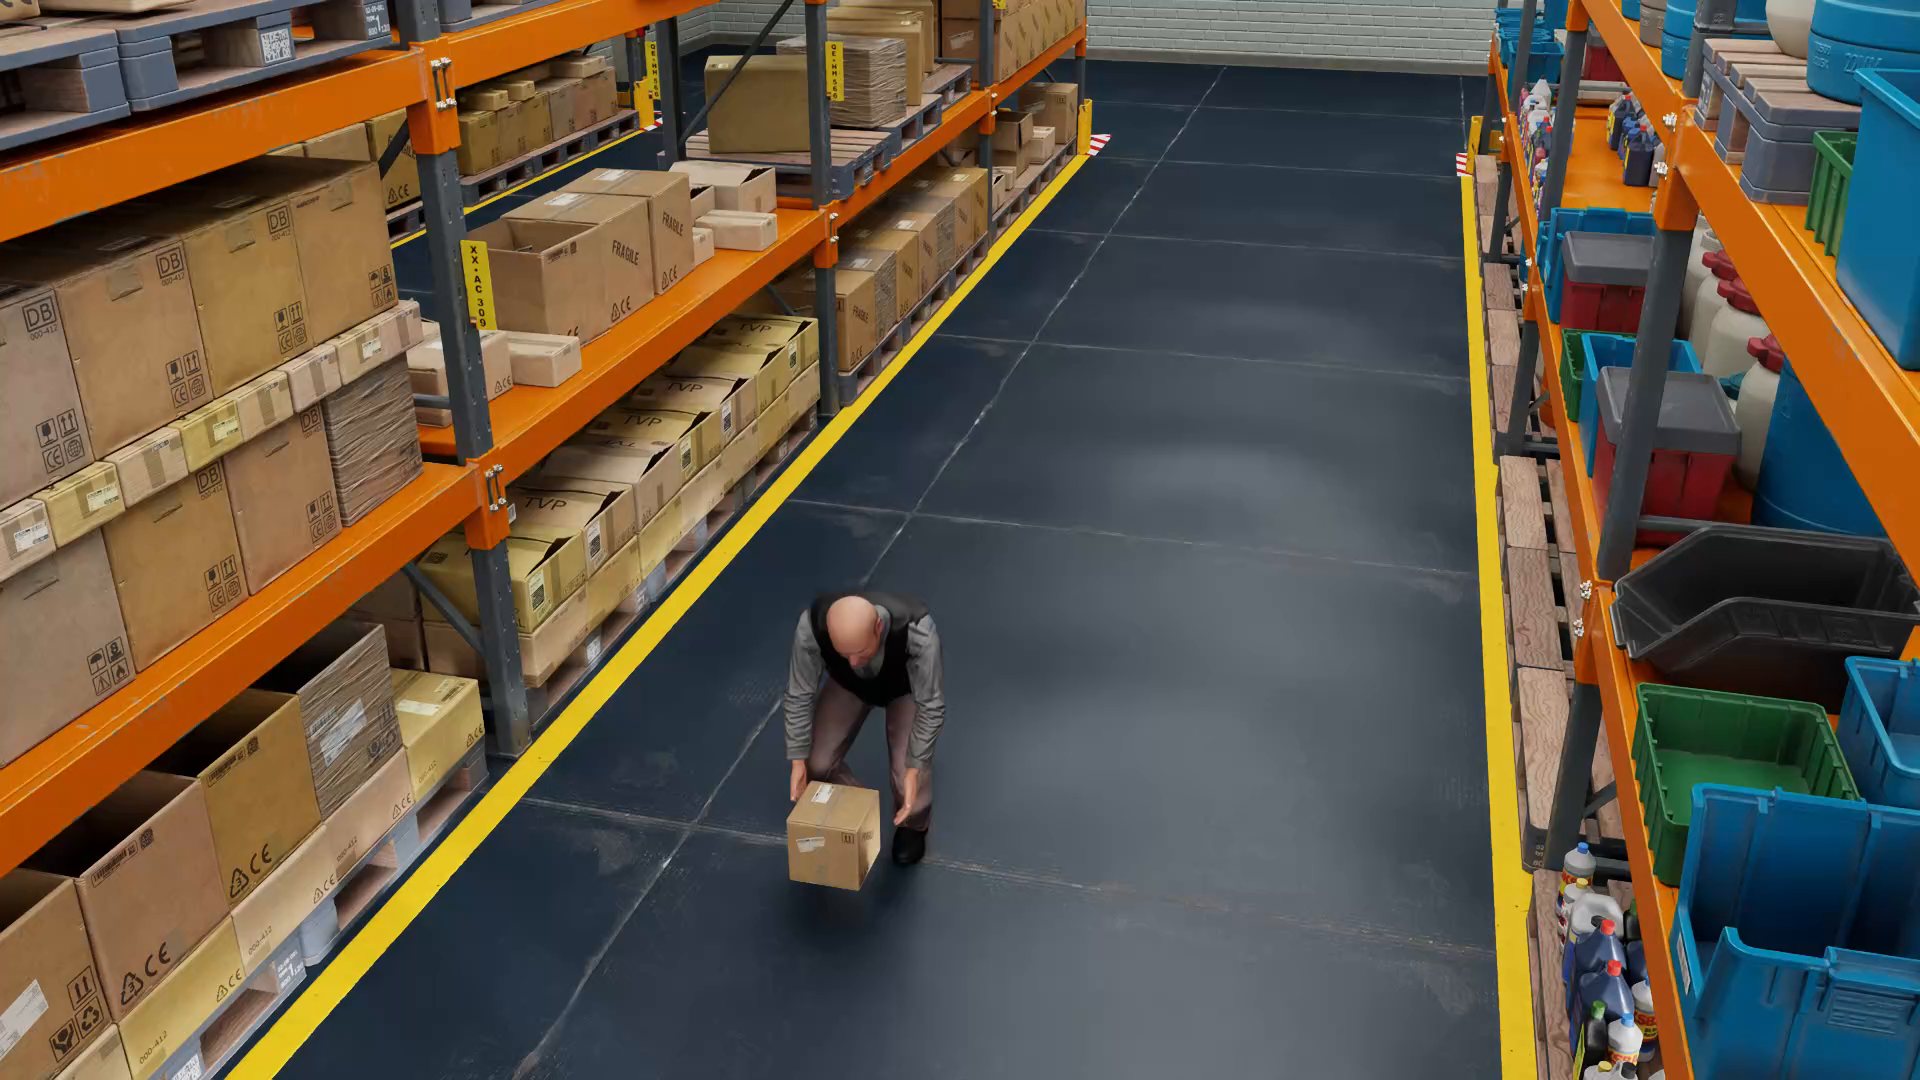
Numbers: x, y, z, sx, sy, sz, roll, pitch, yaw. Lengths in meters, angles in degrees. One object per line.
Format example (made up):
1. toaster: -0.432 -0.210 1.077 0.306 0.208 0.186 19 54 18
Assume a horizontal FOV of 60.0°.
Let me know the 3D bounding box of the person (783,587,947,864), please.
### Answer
1. person: -0.293 0.655 5.969 0.579 1.108 0.798 6 26 13
